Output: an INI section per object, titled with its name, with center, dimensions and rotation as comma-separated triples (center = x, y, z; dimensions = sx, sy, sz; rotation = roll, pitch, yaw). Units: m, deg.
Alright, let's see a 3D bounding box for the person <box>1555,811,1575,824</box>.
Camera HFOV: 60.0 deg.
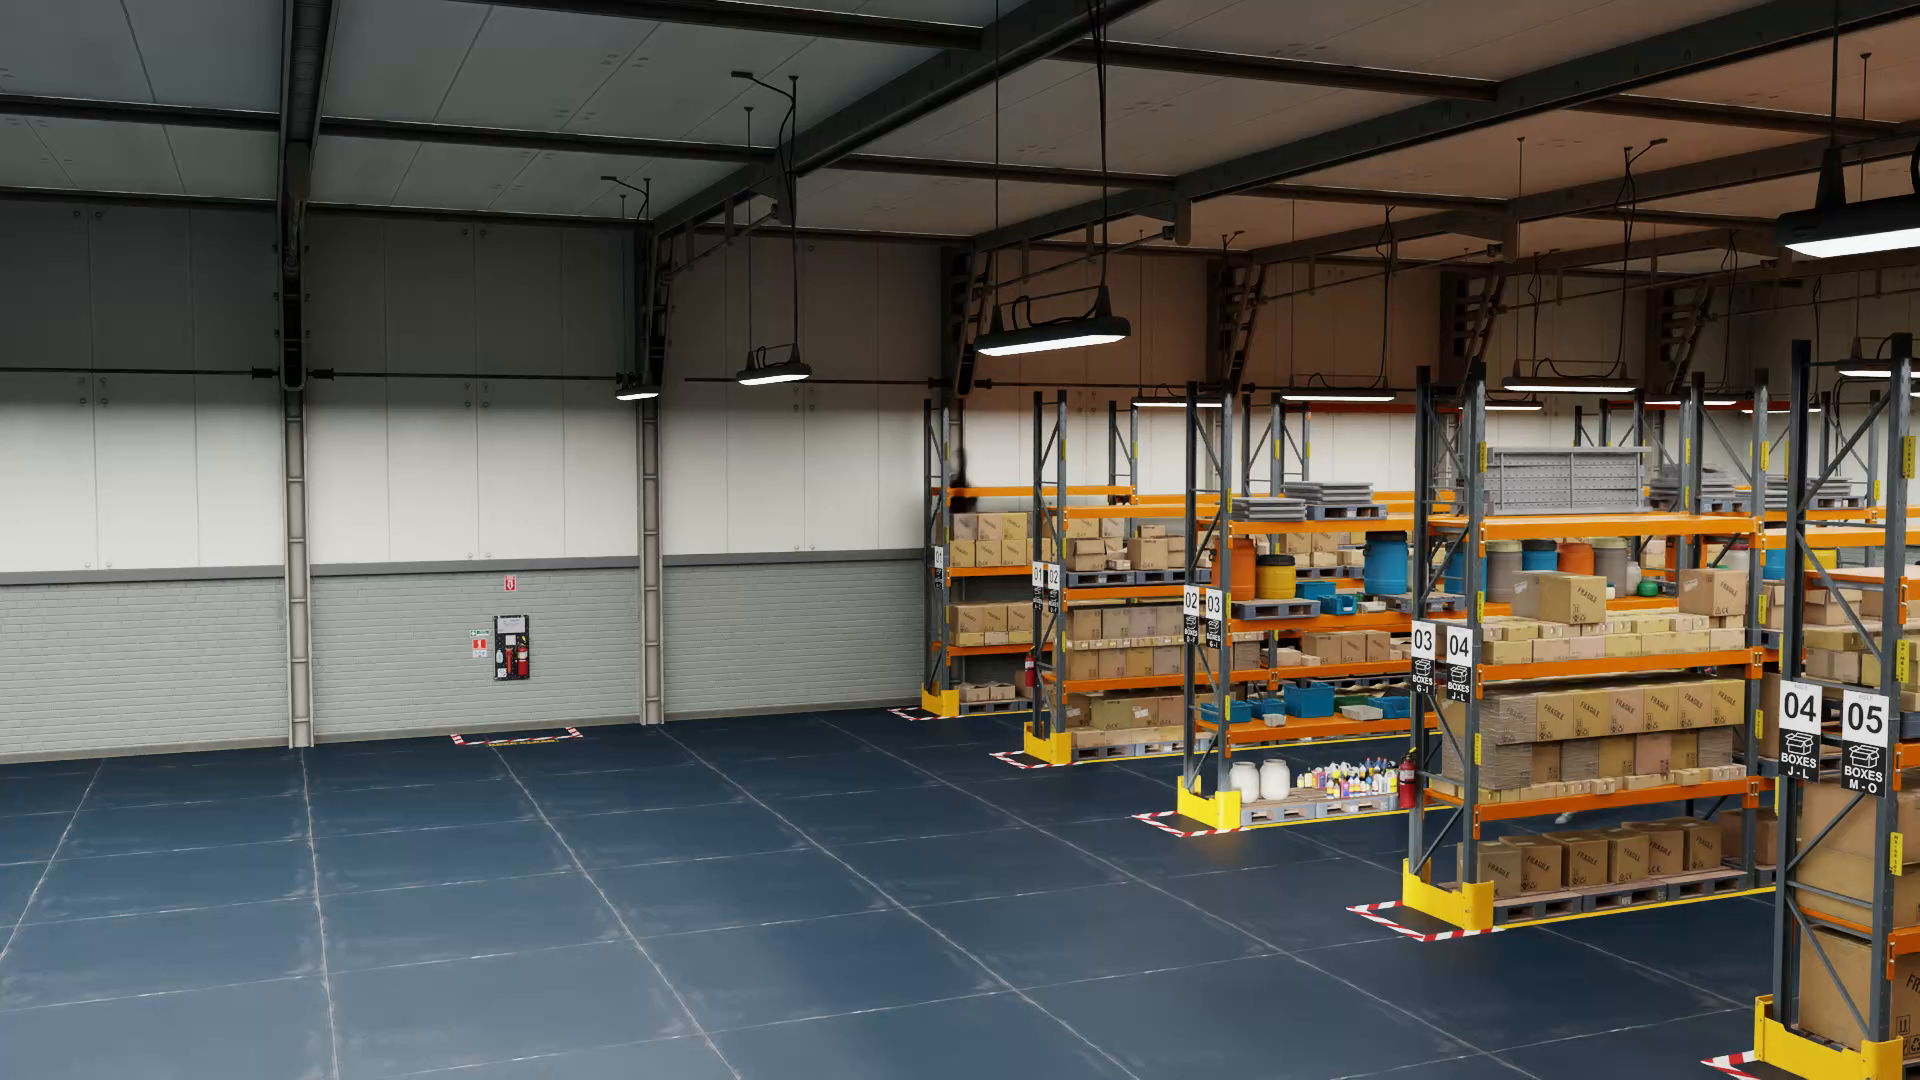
[person]
center = 8.318, 2.987, 22.563
dimensions = 0.746, 1.709, 0.660
rotation = -3, 4, -41
